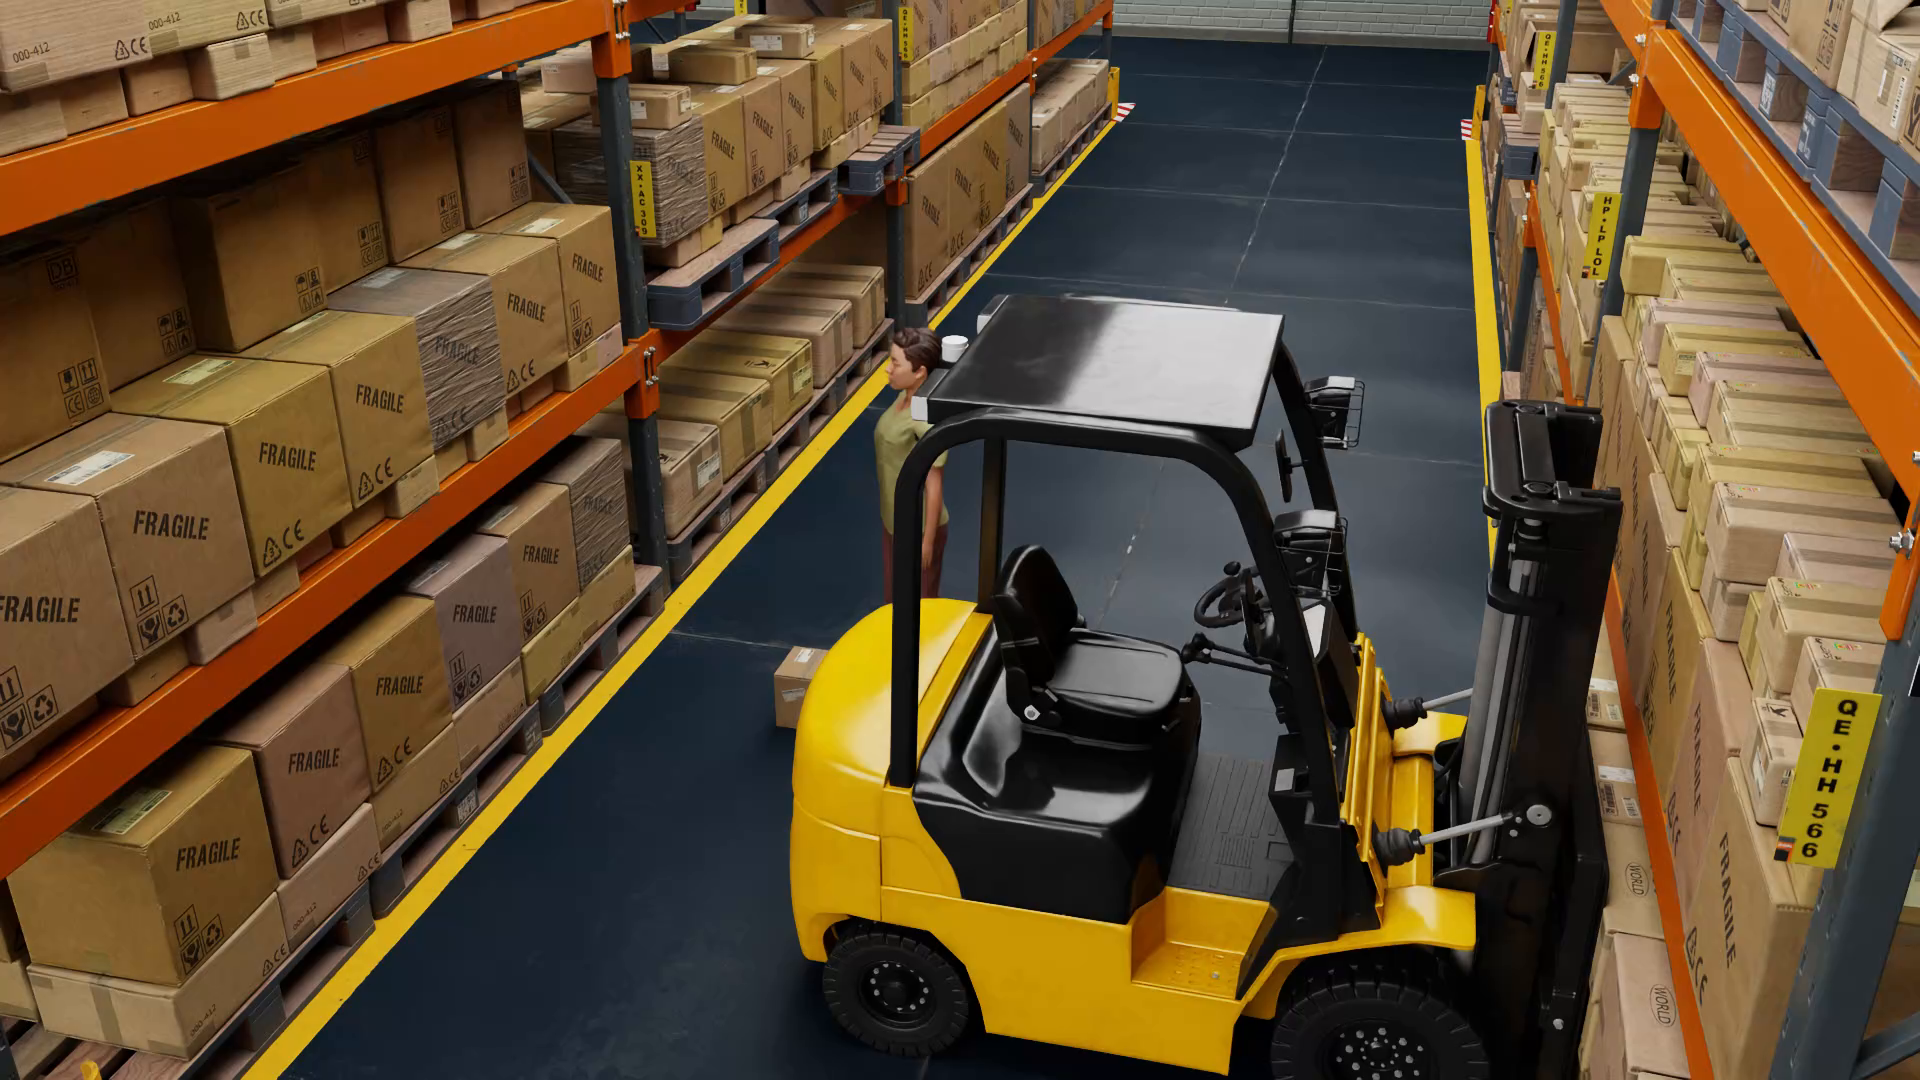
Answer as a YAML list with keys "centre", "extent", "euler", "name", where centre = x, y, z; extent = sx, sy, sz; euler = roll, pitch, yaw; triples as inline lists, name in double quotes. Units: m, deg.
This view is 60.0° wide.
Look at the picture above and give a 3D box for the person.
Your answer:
- centre: [-0.187, -0.057, 6.740]
  extent: [0.373, 1.674, 0.447]
  euler: [-6, 26, -12]
  name: "person"
